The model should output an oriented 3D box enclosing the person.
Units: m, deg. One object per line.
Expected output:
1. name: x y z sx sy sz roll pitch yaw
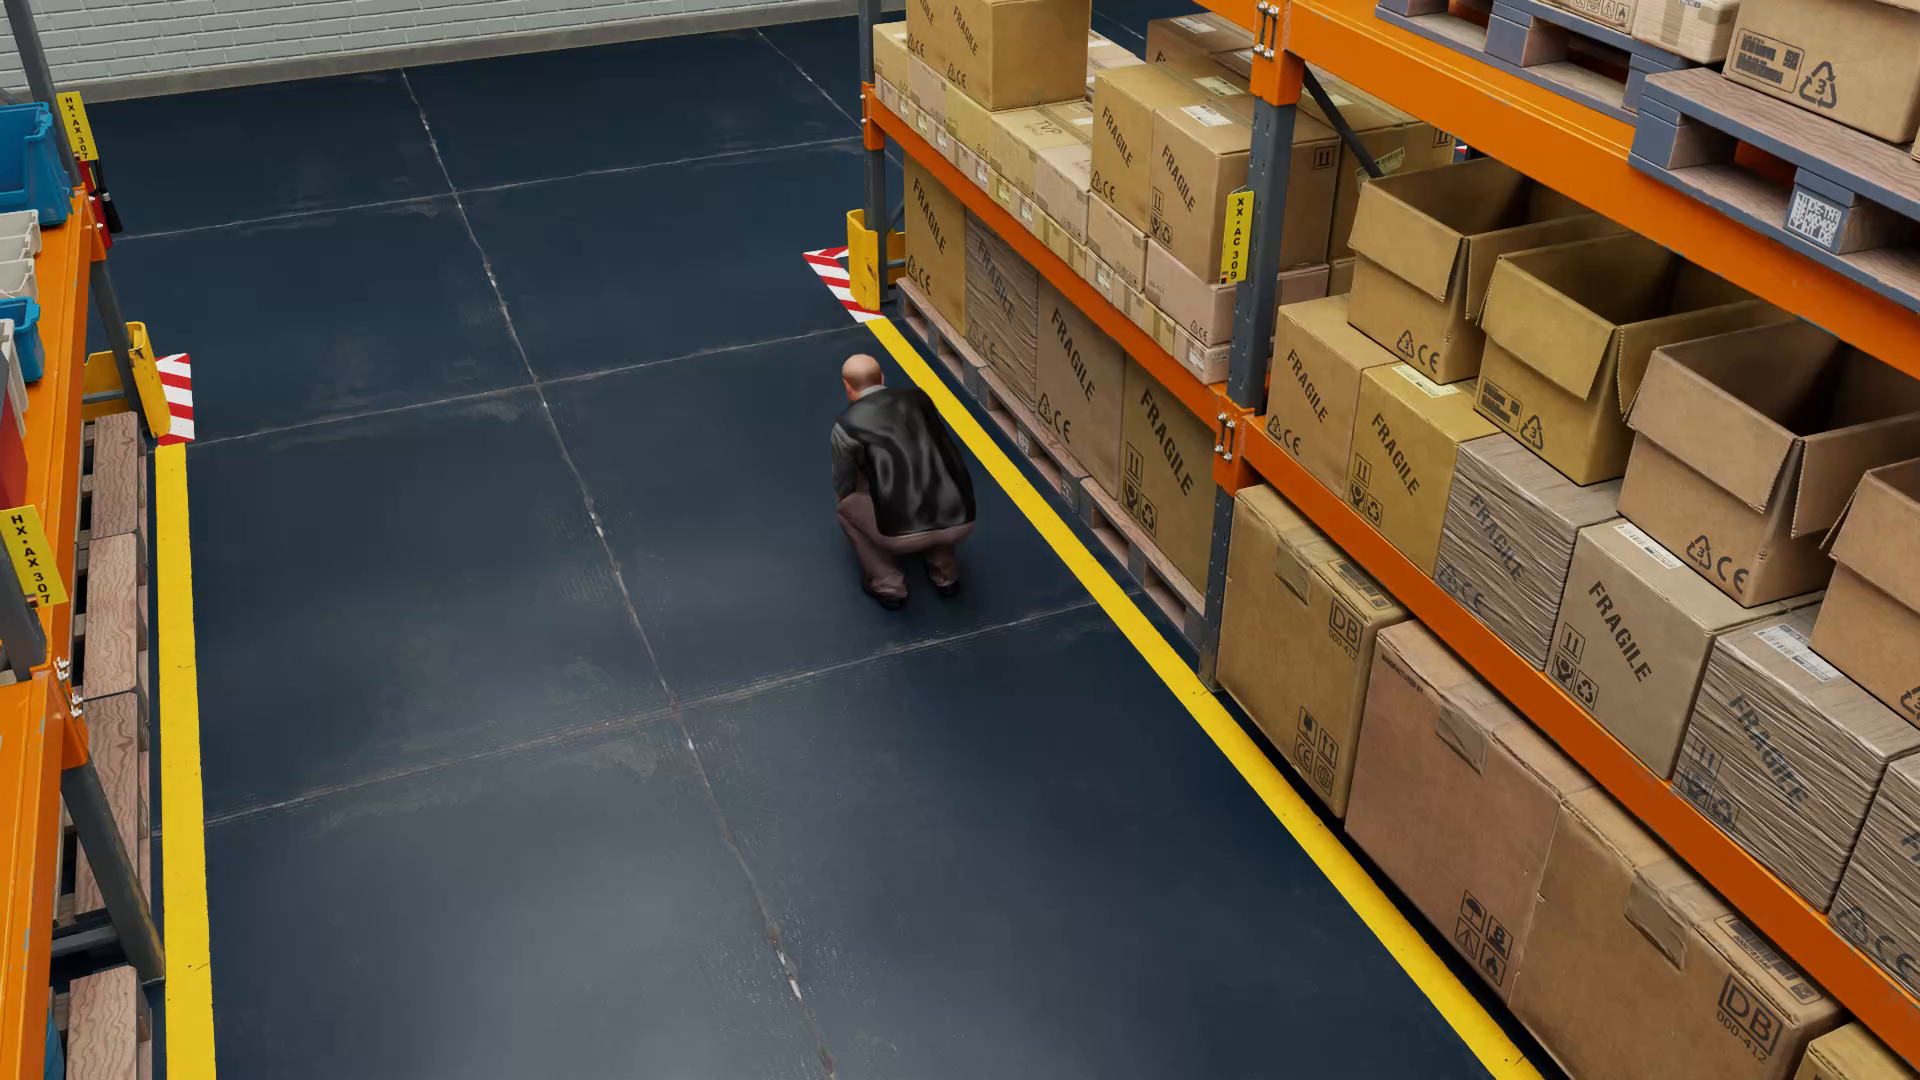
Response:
1. person: -0.278 -0.260 7.256 0.519 0.972 0.857 -14 36 -20
